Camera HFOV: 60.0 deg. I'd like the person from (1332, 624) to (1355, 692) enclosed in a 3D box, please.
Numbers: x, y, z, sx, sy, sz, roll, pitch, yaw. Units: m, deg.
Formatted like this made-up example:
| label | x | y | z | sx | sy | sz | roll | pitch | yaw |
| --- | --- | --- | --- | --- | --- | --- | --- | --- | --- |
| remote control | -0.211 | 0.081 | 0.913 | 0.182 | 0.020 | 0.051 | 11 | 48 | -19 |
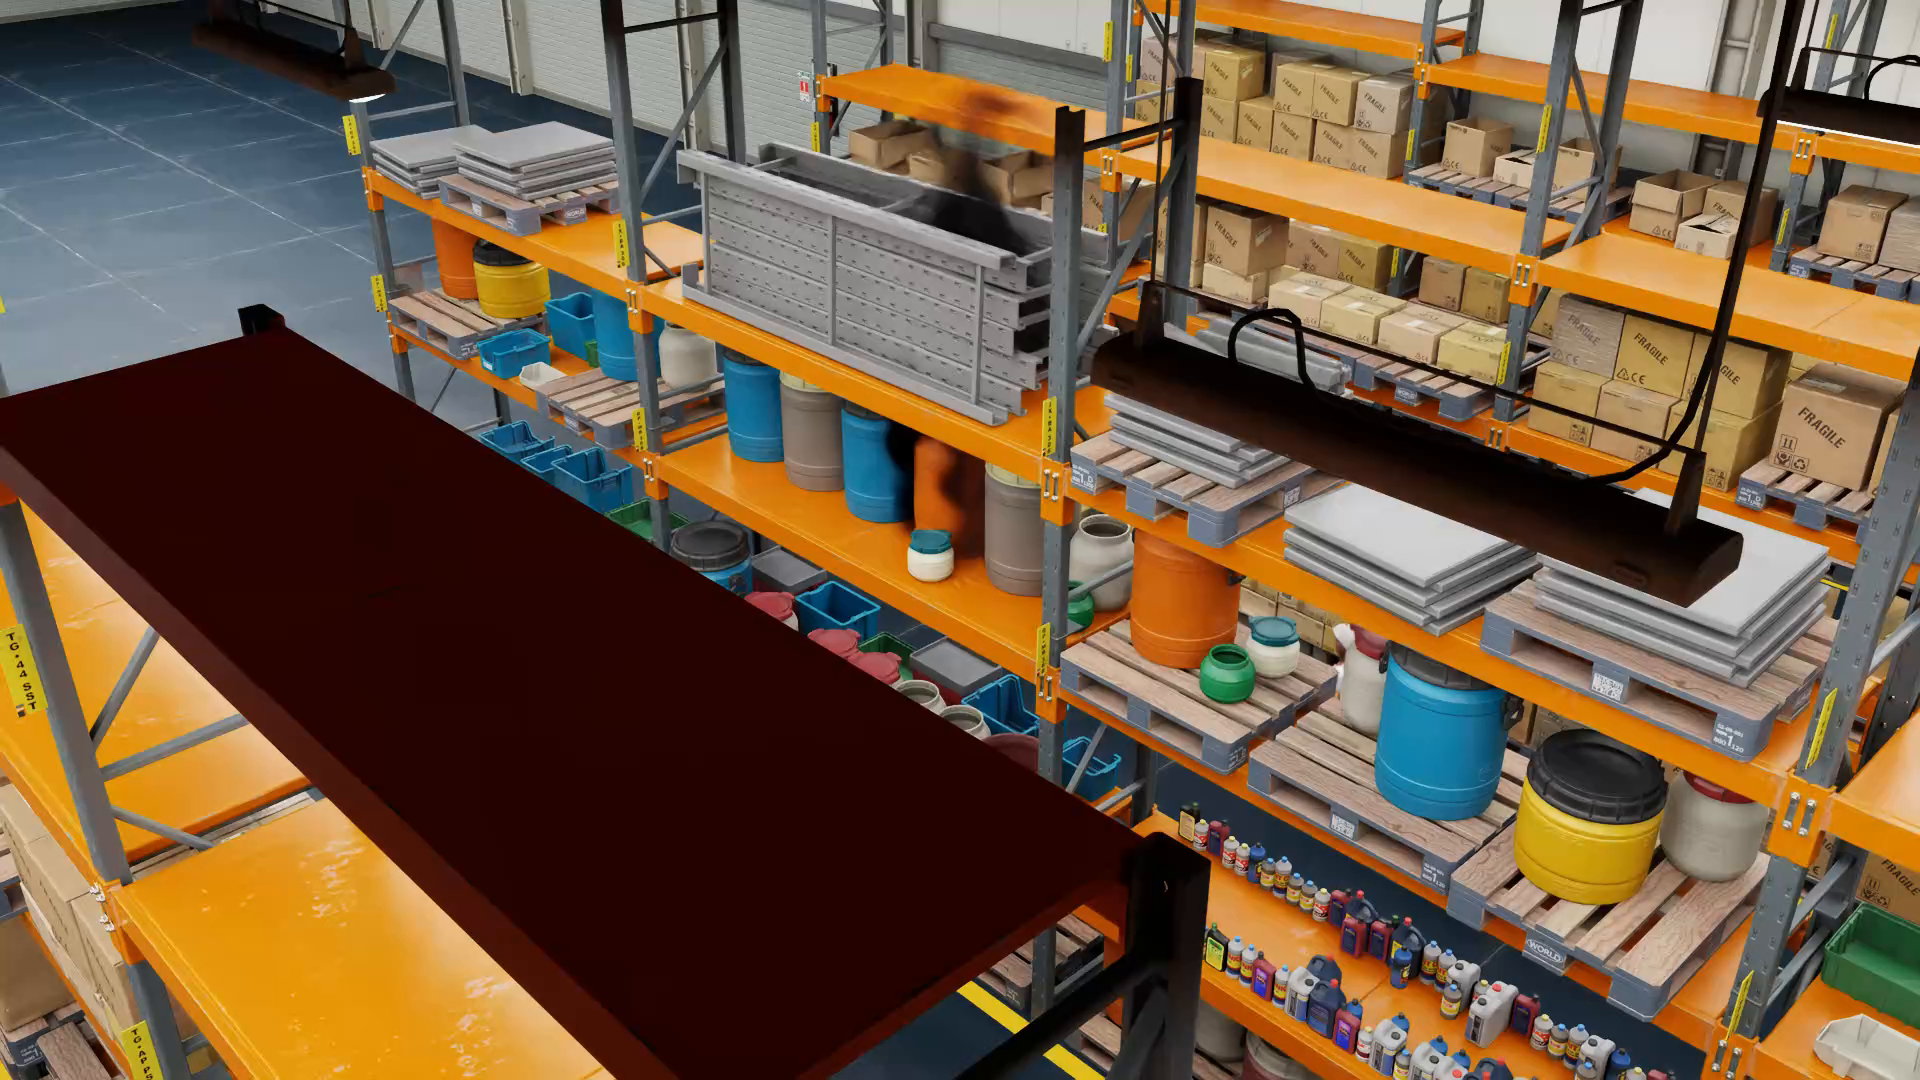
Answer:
| label | x | y | z | sx | sy | sz | roll | pitch | yaw |
| --- | --- | --- | --- | --- | --- | --- | --- | --- | --- |
| person | 2.757 | 1.361 | 11.893 | 0.681 | 1.749 | 0.778 | -25 | 37 | -38 |
